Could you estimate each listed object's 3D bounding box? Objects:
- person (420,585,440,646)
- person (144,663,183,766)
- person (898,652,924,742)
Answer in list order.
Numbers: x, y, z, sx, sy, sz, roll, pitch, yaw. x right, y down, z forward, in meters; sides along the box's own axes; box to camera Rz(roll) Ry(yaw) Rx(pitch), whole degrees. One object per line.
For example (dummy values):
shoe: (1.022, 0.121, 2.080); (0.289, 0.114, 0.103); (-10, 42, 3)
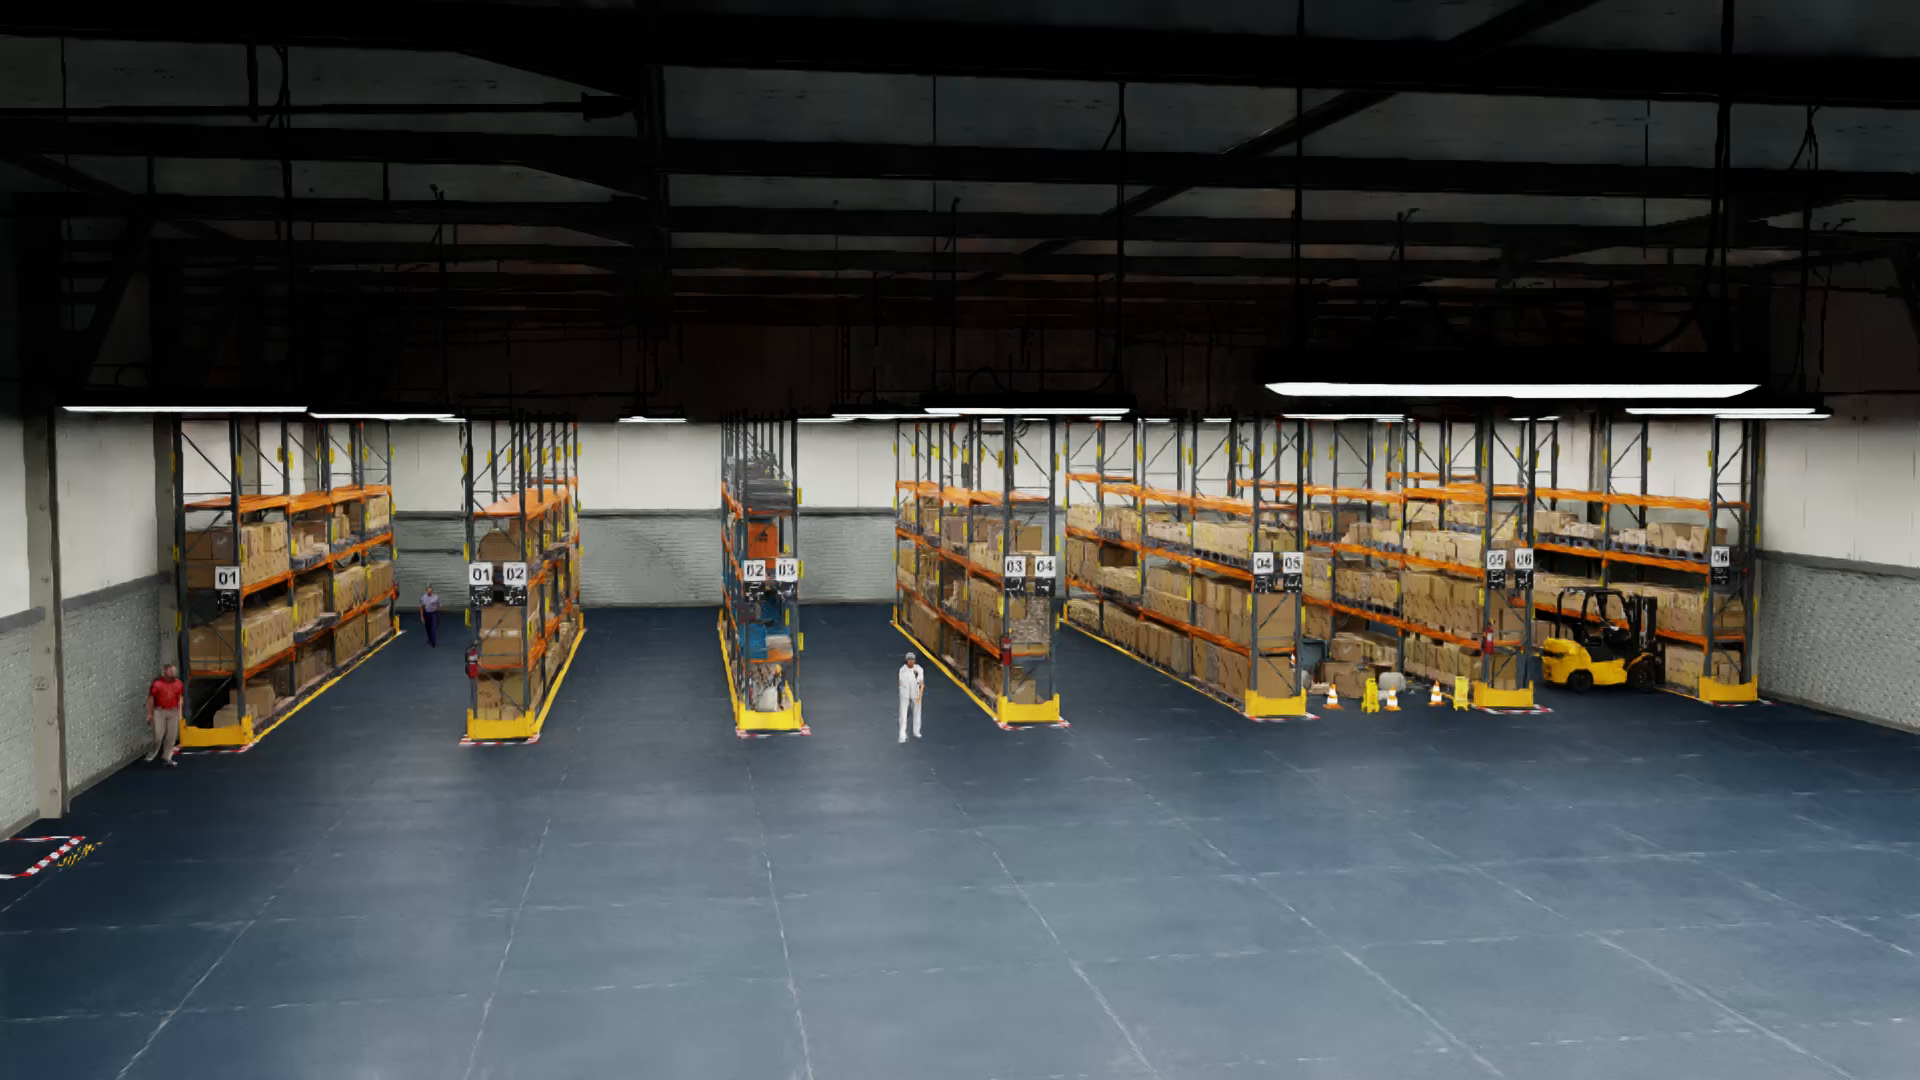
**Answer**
person: (-13.703, 1.938, 42.968); (0.479, 1.553, 1.090); (-1, 4, -7)
person: (-13.378, 2.919, 27.929); (0.547, 1.720, 0.607); (4, 6, 44)
person: (-0.879, 2.815, 30.050); (0.479, 1.587, 0.985); (0, 4, 0)
